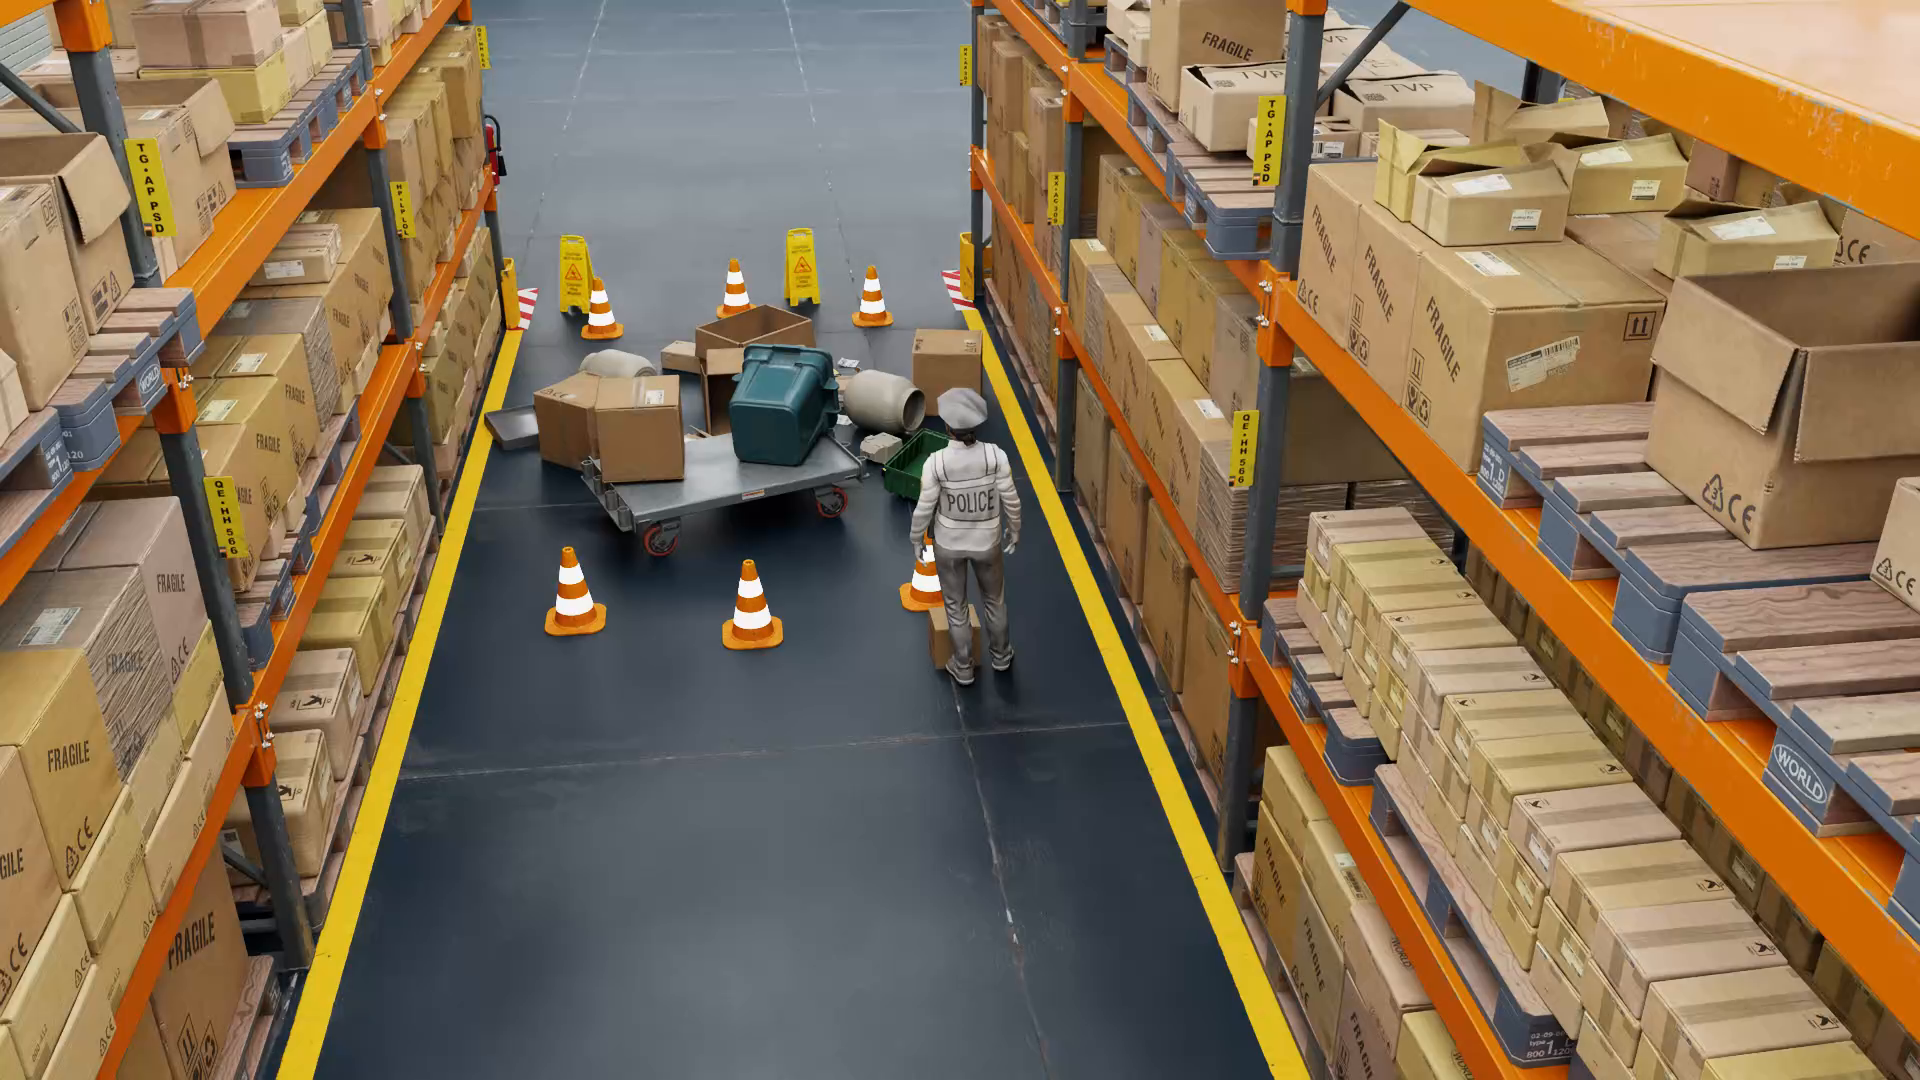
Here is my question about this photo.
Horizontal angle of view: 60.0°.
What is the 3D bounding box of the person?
[{"bbox_3d":[0.028,-0.026,8.614,0.586,1.694,0.530,-4,28,-7],"label":"person"}]
